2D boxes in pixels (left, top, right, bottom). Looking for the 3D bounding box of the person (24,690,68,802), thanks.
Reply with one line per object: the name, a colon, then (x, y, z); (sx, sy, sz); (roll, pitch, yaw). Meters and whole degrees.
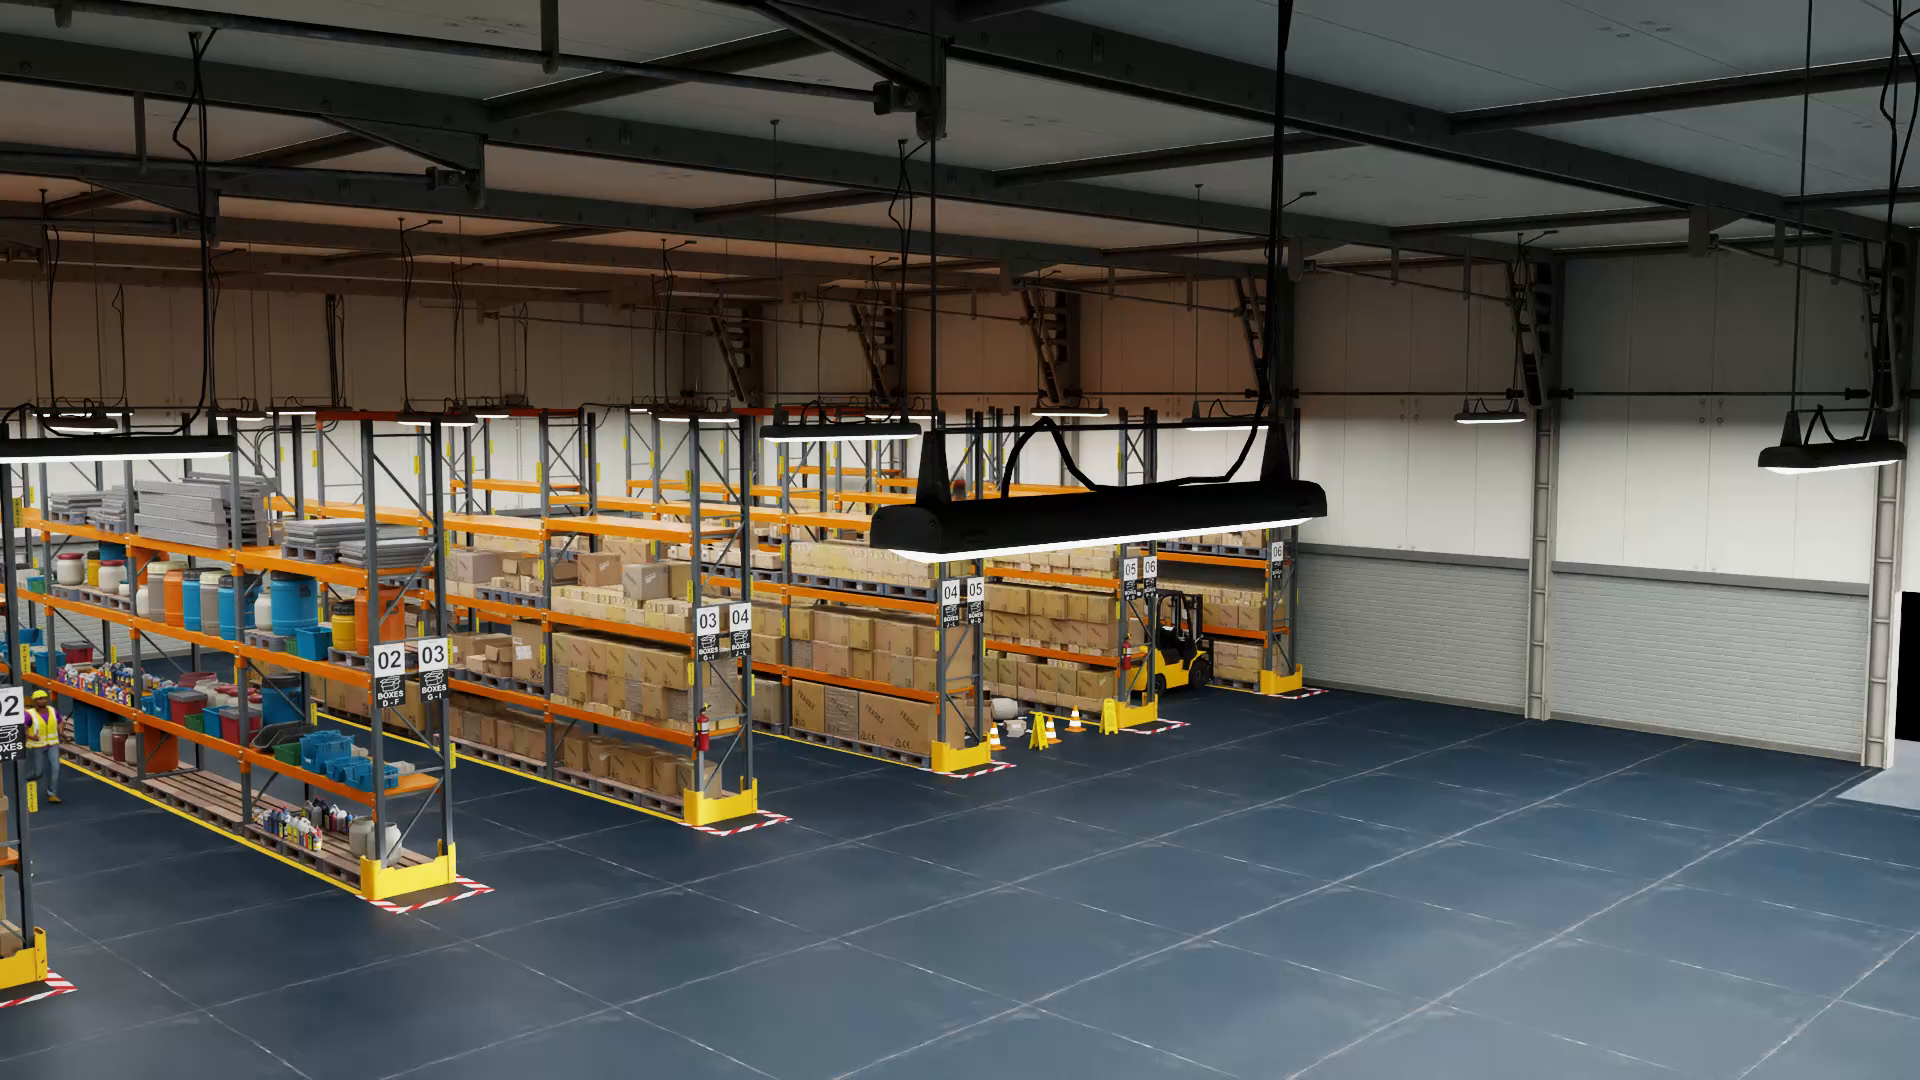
person: (-14.217, 3.187, 25.790); (0.791, 1.733, 0.714); (4, 7, 39)
